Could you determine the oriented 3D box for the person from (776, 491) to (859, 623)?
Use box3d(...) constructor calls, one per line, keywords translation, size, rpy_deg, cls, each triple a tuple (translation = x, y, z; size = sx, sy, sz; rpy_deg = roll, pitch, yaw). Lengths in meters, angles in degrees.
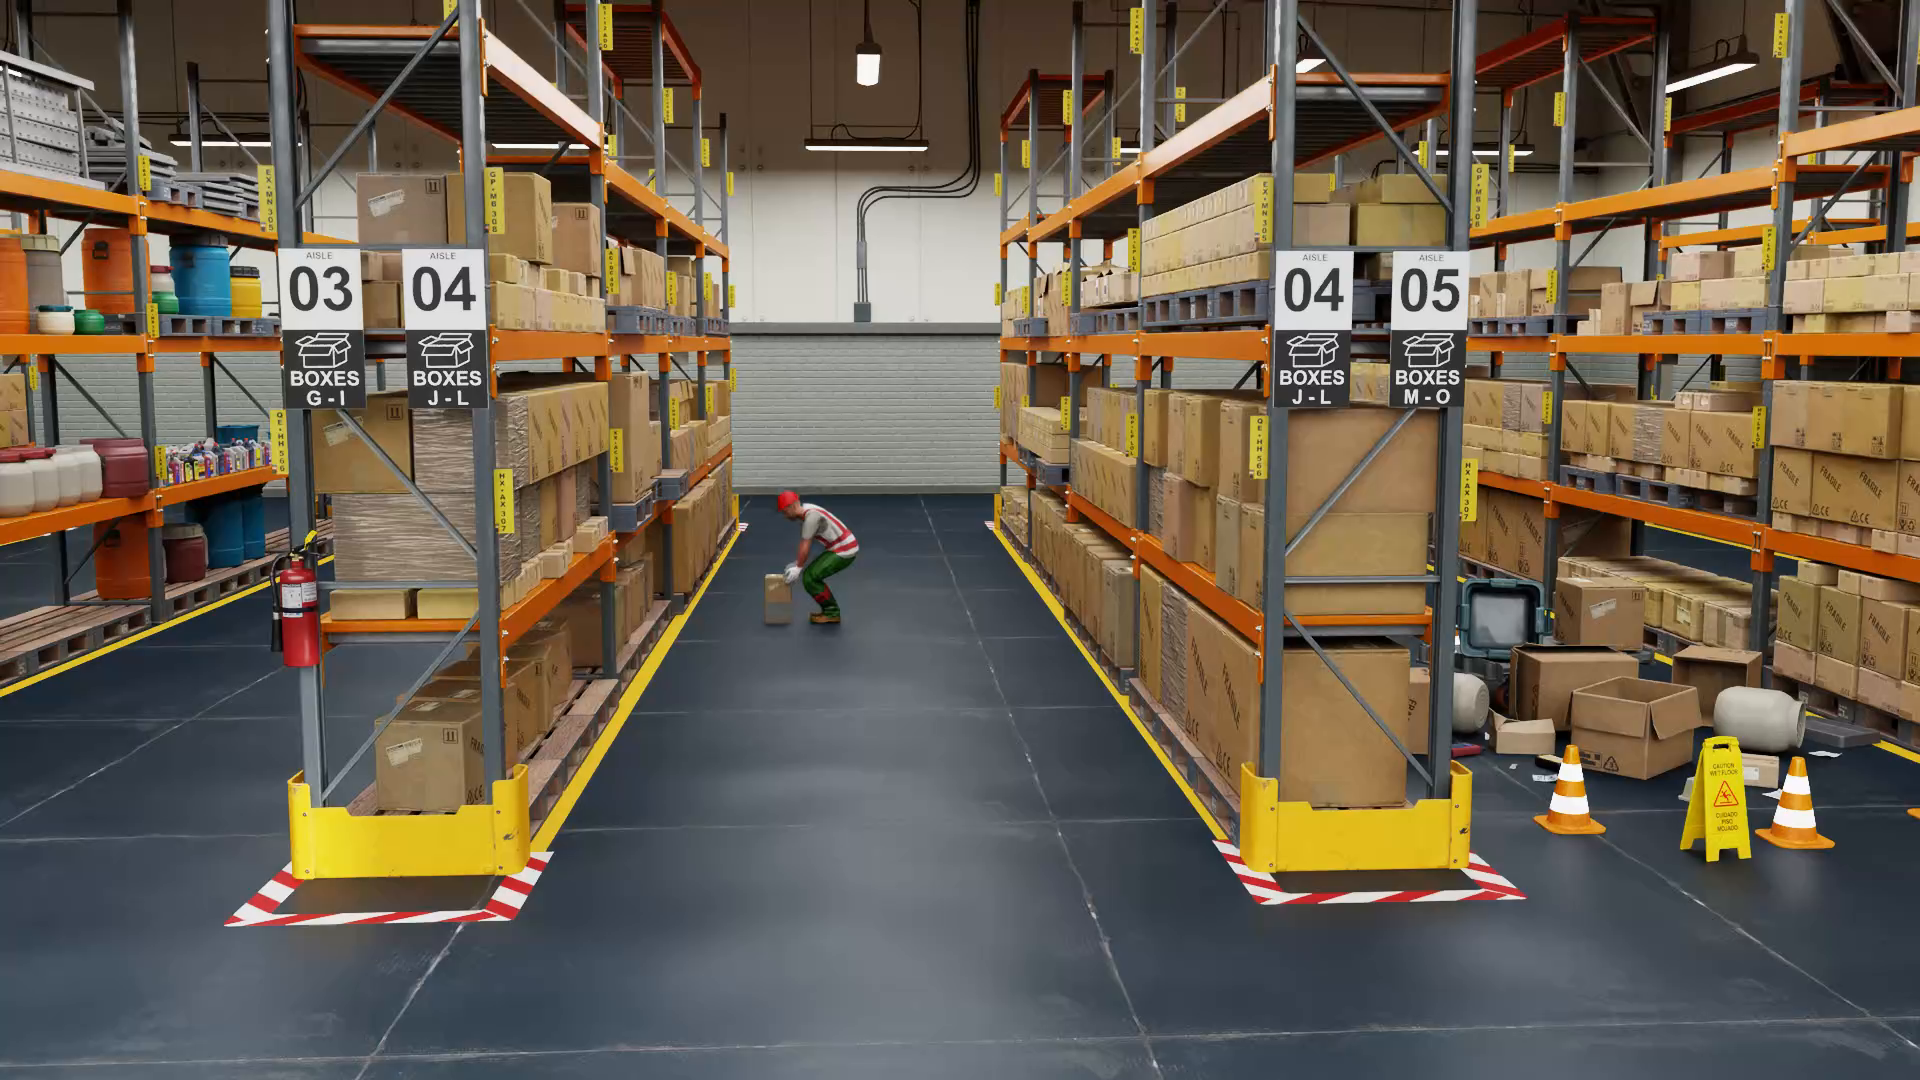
box3d(translation=(-1.402, 0.163, 16.367), size=(0.816, 1.295, 0.585), rpy_deg=(0, 7, -4), cls="person")
